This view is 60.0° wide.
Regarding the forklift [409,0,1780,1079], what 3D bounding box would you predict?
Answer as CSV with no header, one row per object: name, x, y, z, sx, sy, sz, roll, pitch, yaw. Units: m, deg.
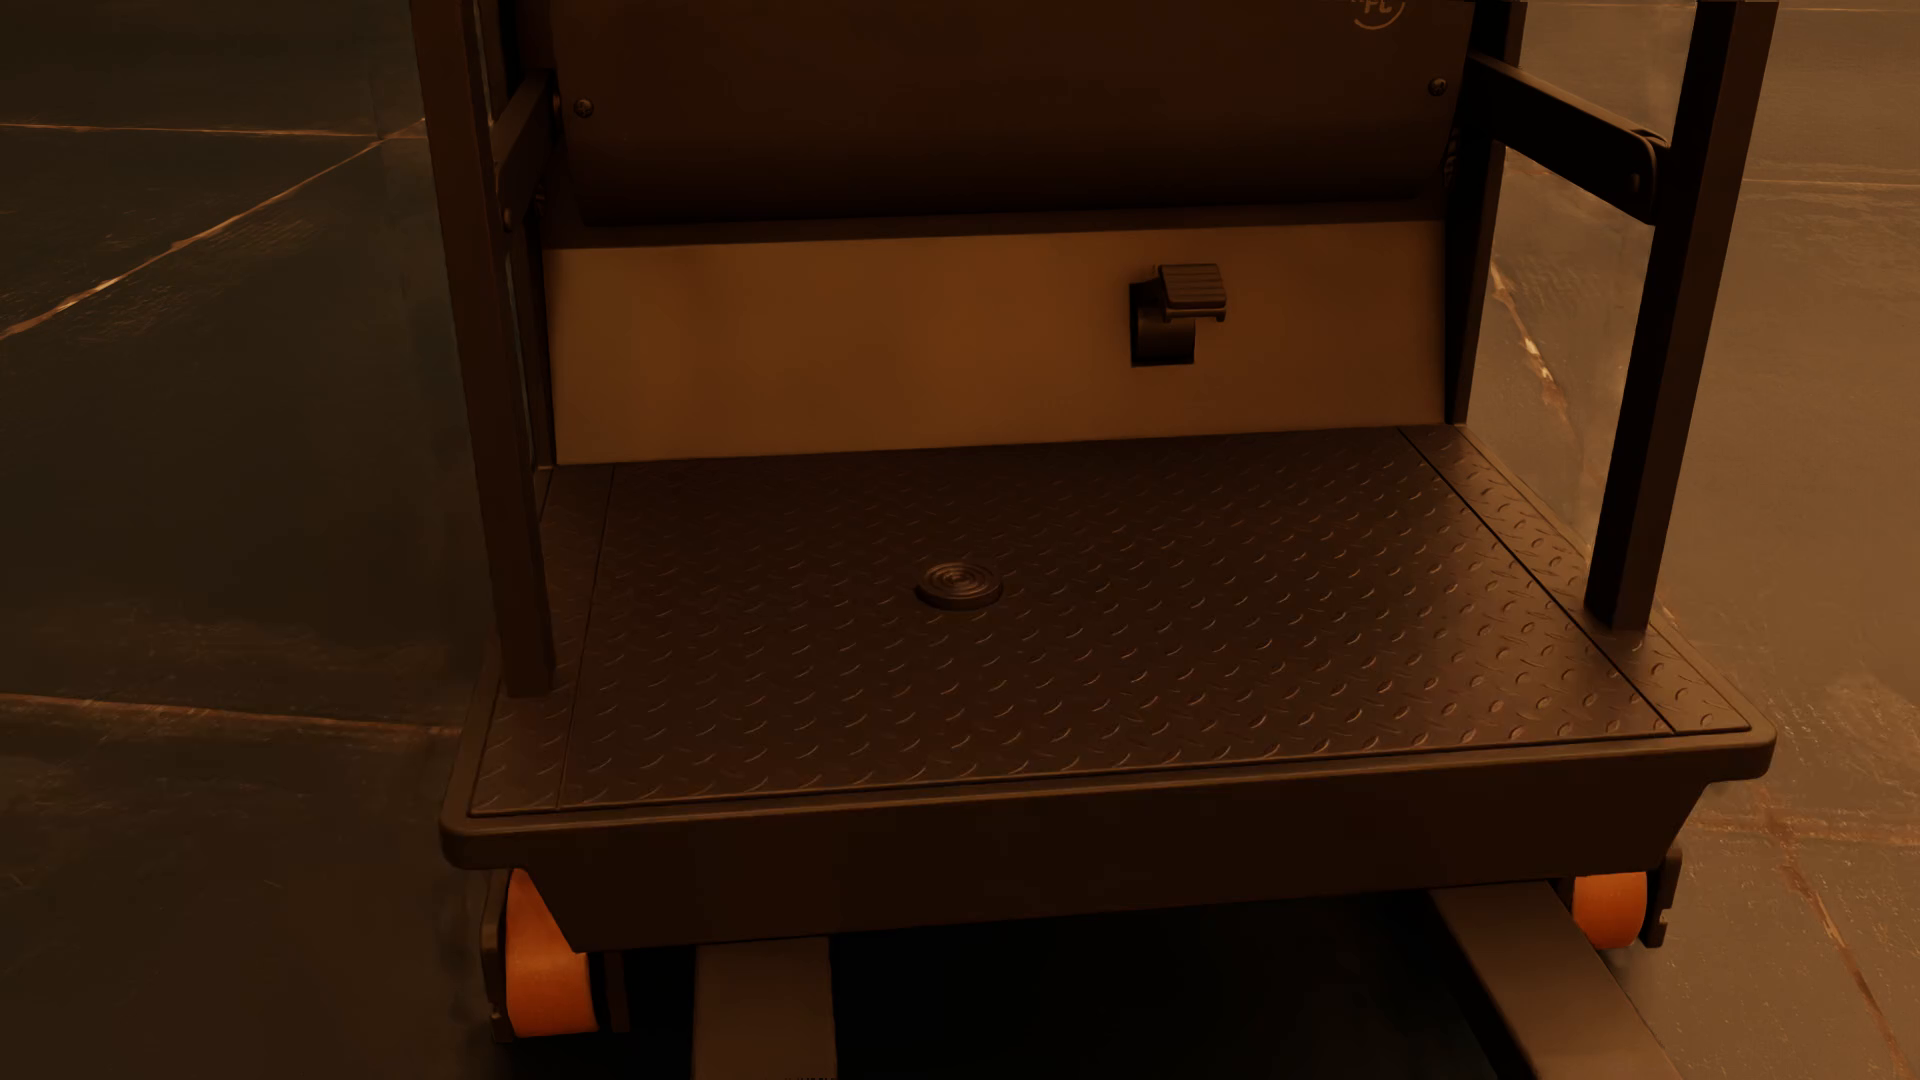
forklift,0.087,-1.009,1.239,1.130,2.935,3.031,-3,27,-6
